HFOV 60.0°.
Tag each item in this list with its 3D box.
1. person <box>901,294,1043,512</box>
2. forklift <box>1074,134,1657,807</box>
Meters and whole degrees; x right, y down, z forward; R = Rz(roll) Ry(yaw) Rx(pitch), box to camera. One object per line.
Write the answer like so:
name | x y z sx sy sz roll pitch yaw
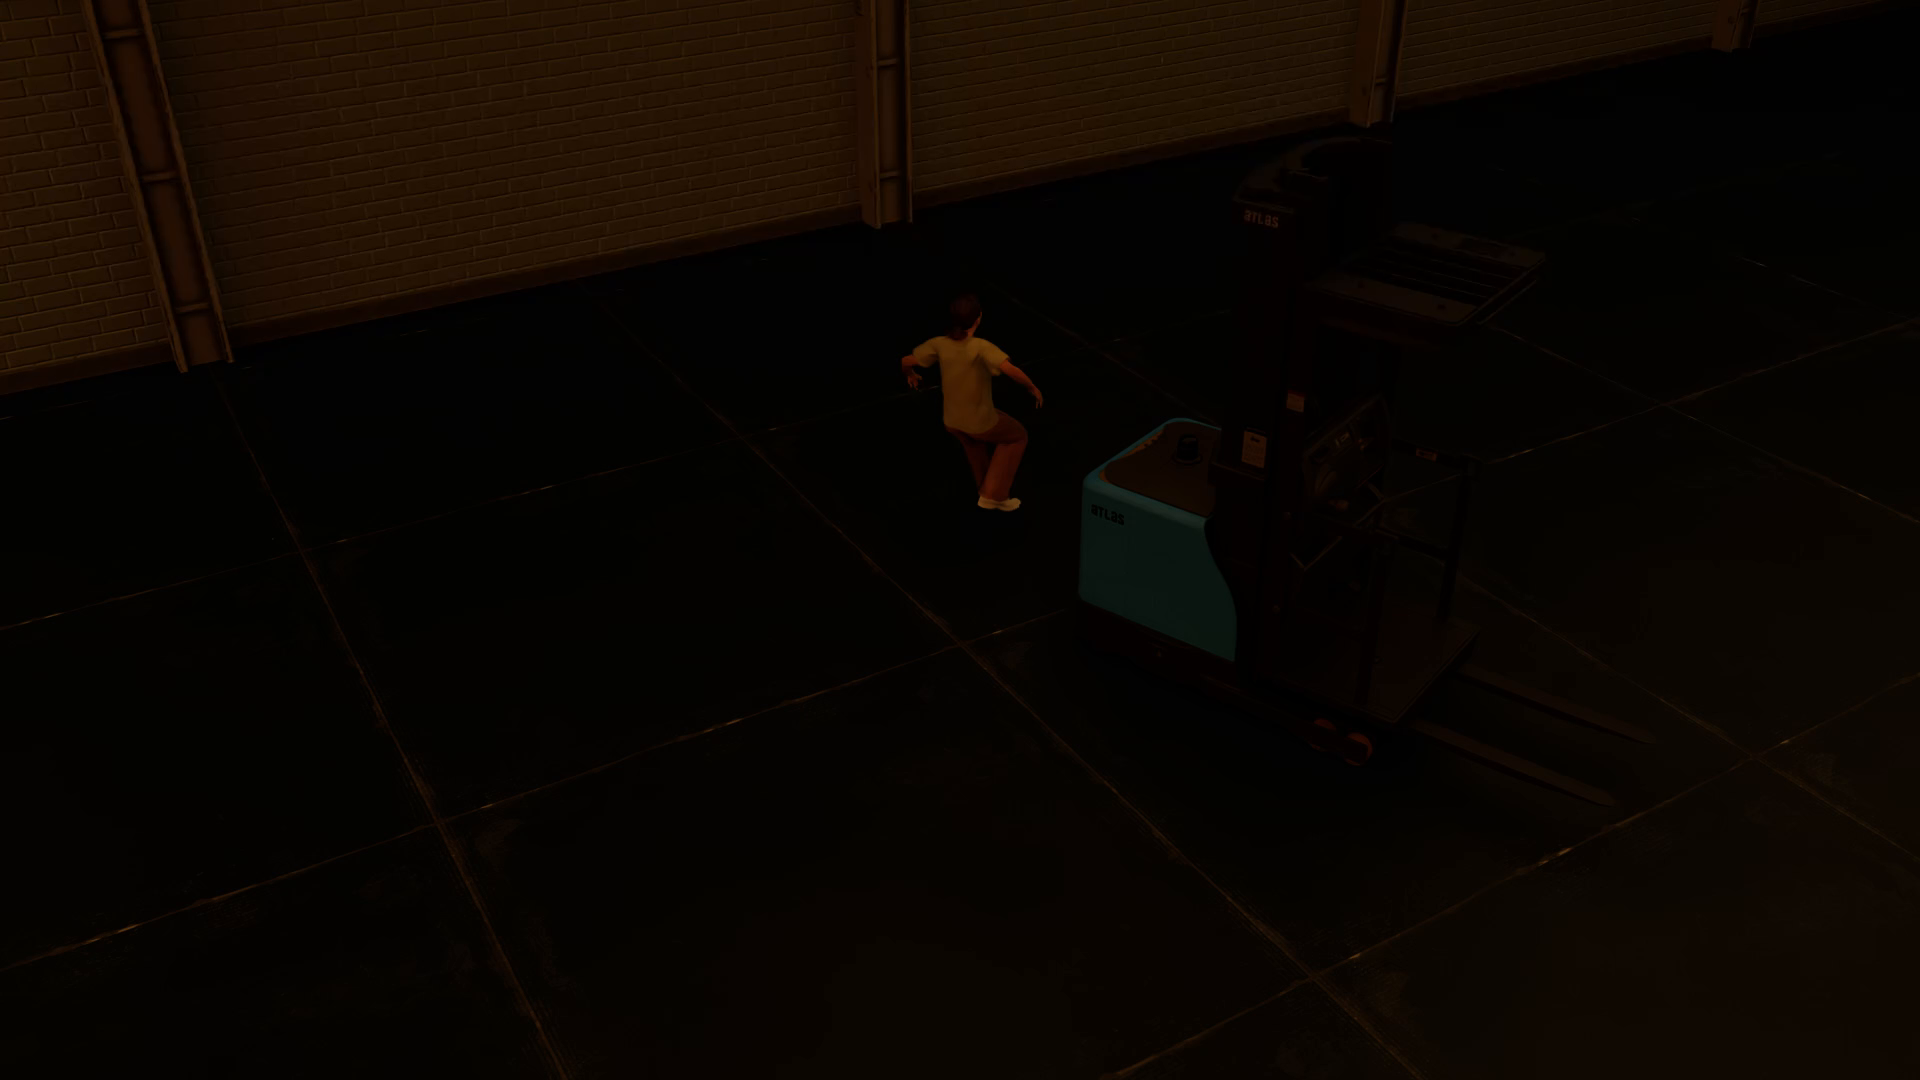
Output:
person | 0.156 -0.858 10.336 0.902 1.564 0.802 19 36 28
forklift | 2.122 -0.406 8.326 3.031 2.935 1.130 22 37 32
